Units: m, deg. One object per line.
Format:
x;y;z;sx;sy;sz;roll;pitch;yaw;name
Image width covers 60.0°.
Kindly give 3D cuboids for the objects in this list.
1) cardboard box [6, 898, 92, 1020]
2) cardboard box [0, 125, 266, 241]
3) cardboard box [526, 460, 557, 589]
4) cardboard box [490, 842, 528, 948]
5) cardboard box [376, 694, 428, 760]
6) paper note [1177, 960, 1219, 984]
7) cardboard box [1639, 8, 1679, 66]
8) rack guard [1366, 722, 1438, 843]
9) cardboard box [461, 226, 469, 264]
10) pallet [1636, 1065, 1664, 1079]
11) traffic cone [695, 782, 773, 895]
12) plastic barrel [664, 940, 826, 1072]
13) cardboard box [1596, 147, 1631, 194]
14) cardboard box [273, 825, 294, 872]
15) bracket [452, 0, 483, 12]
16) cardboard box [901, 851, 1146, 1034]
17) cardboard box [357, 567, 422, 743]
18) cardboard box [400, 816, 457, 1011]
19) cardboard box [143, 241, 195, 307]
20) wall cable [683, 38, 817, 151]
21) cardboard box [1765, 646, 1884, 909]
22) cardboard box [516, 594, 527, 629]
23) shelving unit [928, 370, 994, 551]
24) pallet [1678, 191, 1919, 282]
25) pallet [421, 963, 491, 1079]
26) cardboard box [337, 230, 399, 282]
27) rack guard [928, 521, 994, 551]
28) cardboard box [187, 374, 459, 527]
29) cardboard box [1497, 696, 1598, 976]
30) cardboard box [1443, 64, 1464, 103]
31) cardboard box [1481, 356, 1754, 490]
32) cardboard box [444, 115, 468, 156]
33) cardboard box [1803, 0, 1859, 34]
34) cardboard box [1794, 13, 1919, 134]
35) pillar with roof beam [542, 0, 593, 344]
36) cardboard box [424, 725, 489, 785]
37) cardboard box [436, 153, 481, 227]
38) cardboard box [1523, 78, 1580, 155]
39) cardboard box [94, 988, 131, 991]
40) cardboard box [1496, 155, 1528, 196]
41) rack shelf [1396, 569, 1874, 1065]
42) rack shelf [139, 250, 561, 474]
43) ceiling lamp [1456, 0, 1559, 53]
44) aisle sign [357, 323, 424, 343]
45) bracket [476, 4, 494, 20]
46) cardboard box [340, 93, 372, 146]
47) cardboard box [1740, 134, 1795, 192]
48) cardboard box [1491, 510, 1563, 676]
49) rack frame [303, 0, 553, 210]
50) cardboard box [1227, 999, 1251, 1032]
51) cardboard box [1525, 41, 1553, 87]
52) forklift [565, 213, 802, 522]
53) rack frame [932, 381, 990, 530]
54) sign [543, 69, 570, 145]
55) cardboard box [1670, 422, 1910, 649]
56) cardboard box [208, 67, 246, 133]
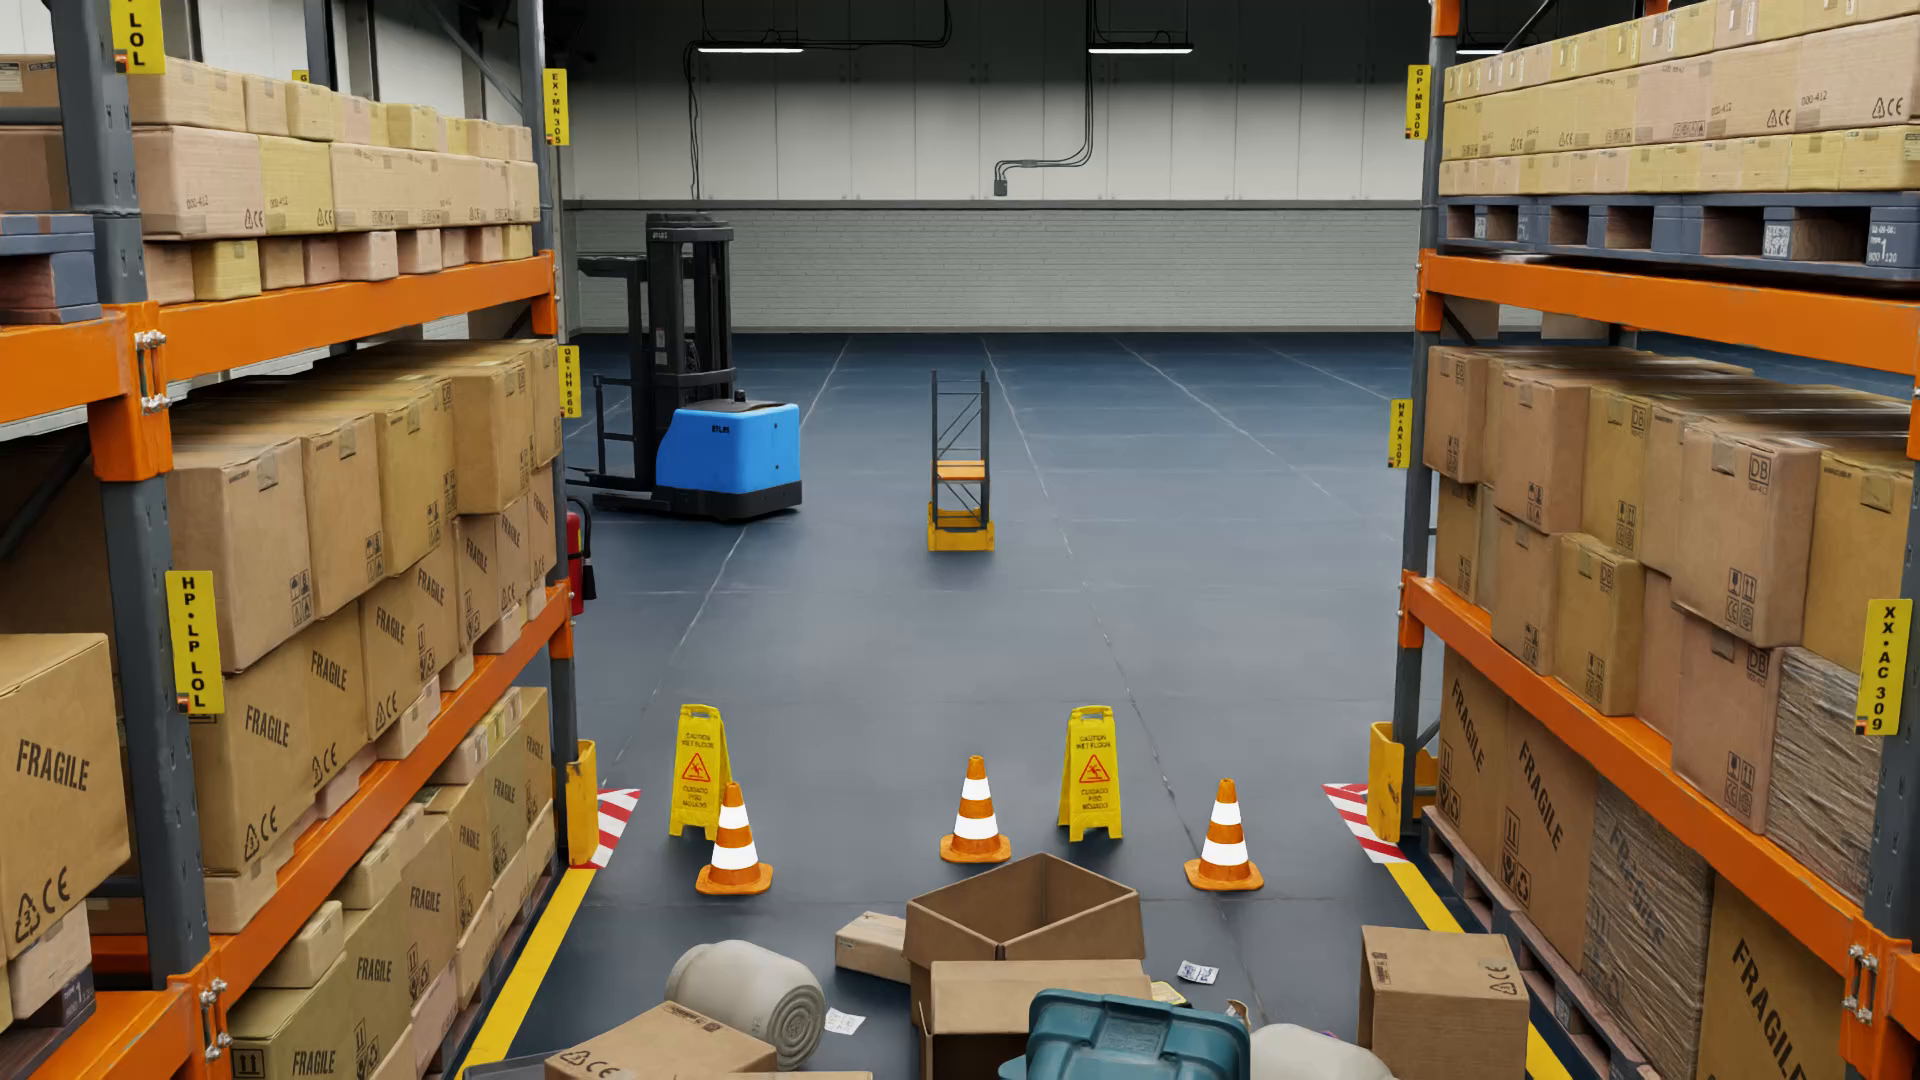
-1.958;0.816;3.260;0.380;0.149;0.250;0;11;0;cardboard box
-1.980;-0.833;3.899;0.500;0.250;0.500;0;11;-2;cardboard box
-2.041;-0.086;7.128;0.500;0.500;0.500;0;11;-2;cardboard box
-2.039;1.407;6.632;0.500;0.250;0.500;0;11;-1;cardboard box
-1.948;0.602;5.369;0.380;0.149;0.250;0;11;-1;cardboard box
0.953;1.728;6.659;0.144;0.017;0.142;4;12;18;paper note
2.350;-1.558;5.158;0.380;0.149;0.250;0;11;-2;cardboard box
2.619;1.182;8.166;1.175;0.500;0.348;0;11;-1;rack guard
-2.093;-1.122;6.323;0.380;0.149;0.250;0;11;-1;cardboard box
2.765;1.972;4.998;1.003;0.211;1.213;0;11;-1;pallet
-1.029;1.326;7.551;0.336;0.463;0.334;0;11;-1;traffic cone
-0.771;1.669;5.957;0.512;0.421;0.421;9;15;38;plastic barrel
2.342;-1.219;5.495;0.380;0.149;0.250;0;11;-1;cardboard box
-1.988;0.807;4.361;0.380;0.149;0.250;0;11;0;cardboard box
-8.256;-8.716;26.527;0.076;0.066;4.783;0;11;-1;bracket
0.240;1.565;6.273;0.797;0.503;0.637;-10;15;-40;cardboard box
-2.006;0.315;5.156;0.500;0.500;0.500;0;11;-2;cardboard box
-2.019;1.244;5.548;0.500;0.500;0.500;0;11;2;cardboard box
-2.004;-0.613;3.815;0.380;0.149;0.250;0;11;-2;cardboard box
-4.831;-10.294;38.463;3.097;2.526;0.112;0;11;-1;wall cable
2.682;0.610;4.320;0.875;0.550;0.550;0;11;-1;cardboard box
-2.006;0.300;6.859;0.380;0.149;0.250;0;11;-2;cardboard box
-0.002;-0.750;15.176;0.587;1.500;1.083;0;11;-1;shelving unit
2.696;-0.832;4.487;1.003;0.211;1.213;0;11;-1;pallet
-2.322;1.788;5.908;1.003;0.211;1.213;0;11;-1;pallet
-1.945;-0.869;5.077;0.380;0.149;0.250;0;11;-2;cardboard box
0.009;-0.039;14.812;0.587;0.250;0.087;0;11;-1;rack guard
-2.111;-0.280;5.574;0.700;0.500;0.500;0;11;-2;cardboard box
2.720;1.107;6.538;0.875;0.875;0.875;0;11;-2;cardboard box
2.308;-1.963;7.156;0.380;0.149;0.250;0;11;-1;cardboard box
2.692;-0.458;6.870;0.875;0.550;0.550;0;11;-1;cardboard box
-2.081;-1.517;6.263;0.380;0.149;0.250;0;11;-1;cardboard box
2.371;-1.357;4.170;0.380;0.149;0.250;0;11;-1;cardboard box
2.435;-1.137;4.087;0.500;0.250;0.500;0;11;-2;cardboard box
-4.493;-8.756;35.775;9.100;9.000;0.548;0;11;-1;pillar with roof beam
-1.970;0.792;6.144;0.380;0.149;0.250;0;11;1;cardboard box
-2.023;-1.236;5.884;0.500;0.250;0.500;0;11;0;cardboard box
2.396;-1.537;6.059;0.500;0.250;0.500;0;11;-2;cardboard box
-2.525;1.455;4.506;0.500;0.500;0.500;0;11;-2;cardboard box
2.322;-1.420;6.483;0.380;0.149;0.250;0;11;-1;cardboard box
2.661;0.712;6.005;1.077;0.370;4.000;0;11;-1;rack shelf
-2.286;-0.718;5.508;1.077;0.370;4.000;0;11;-1;rack shelf
10.479;-10.909;31.710;2.000;3.185;0.800;0;11;-1;ceiling lamp
-2.639;-1.283;7.490;0.394;0.787;0.004;0;11;-1;aisle sign
-8.309;-9.228;29.052;0.235;0.232;0.430;0;11;-1;bracket
-2.007;-1.263;5.013;0.380;0.149;0.250;0;11;-2;cardboard box
2.363;-1.017;4.500;0.380;0.149;0.250;0;11;0;cardboard box
2.592;0.183;6.426;0.875;0.550;0.550;0;11;-1;cardboard box
-2.328;-2.938;7.098;1.000;3.000;0.127;0;11;-1;rack frame
0.825;1.763;5.893;0.396;0.266;0.258;2;12;9;cardboard box
2.328;-1.761;6.160;0.380;0.149;0.250;0;11;-2;cardboard box
-3.114;-1.808;16.788;3.031;2.935;1.130;7;13;30;forklift
0.009;-0.651;14.686;0.500;1.500;0.032;0;11;-1;rack frame
-1.772;-1.900;7.300;0.100;0.325;0.005;0;11;-1;sign
2.601;-0.028;4.751;0.875;0.550;0.550;0;11;-1;cardboard box
-1.960;-1.056;3.992;0.380;0.149;0.250;0;11;1;cardboard box
